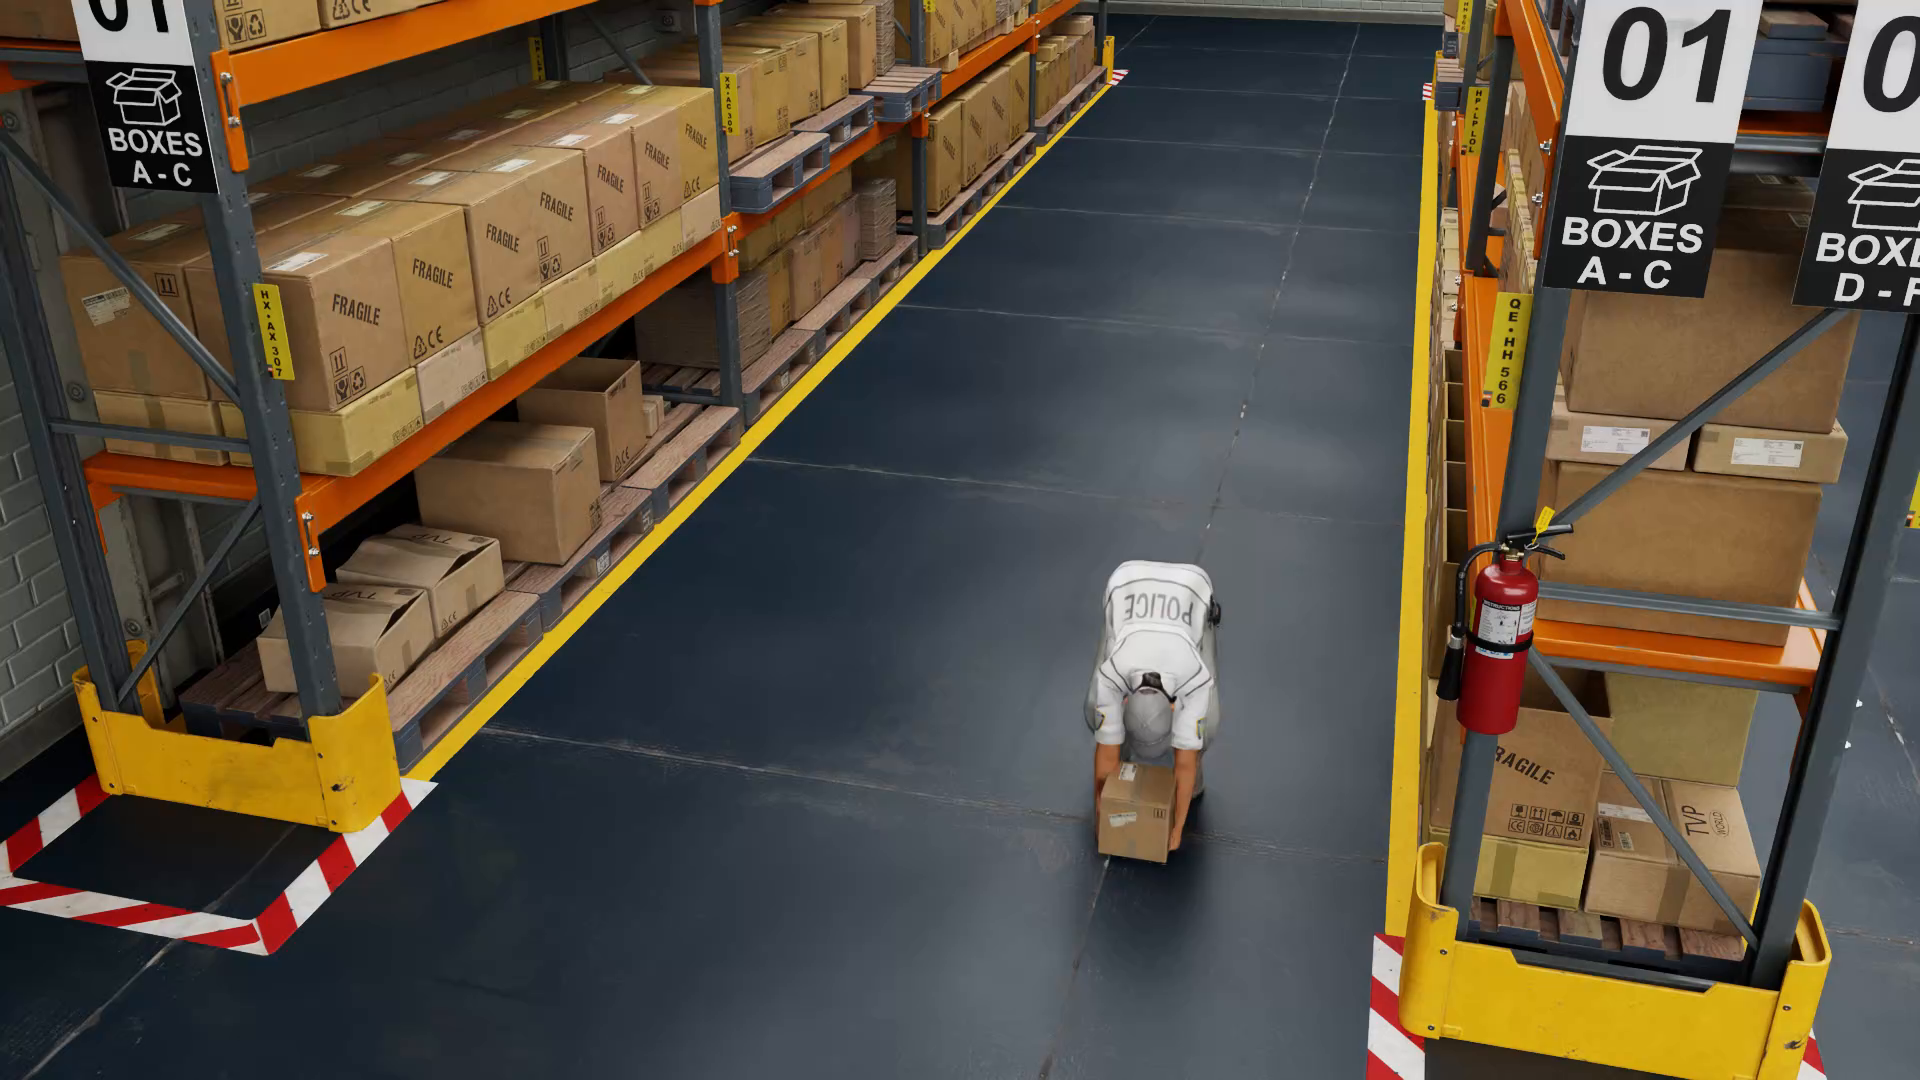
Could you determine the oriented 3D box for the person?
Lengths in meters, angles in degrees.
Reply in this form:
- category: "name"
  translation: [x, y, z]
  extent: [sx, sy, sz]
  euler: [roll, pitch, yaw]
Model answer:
- category: "person"
  translation: [0.727, 0.601, 6.254]
  extent: [0.520, 0.887, 0.937]
  euler: [5, 26, 9]
